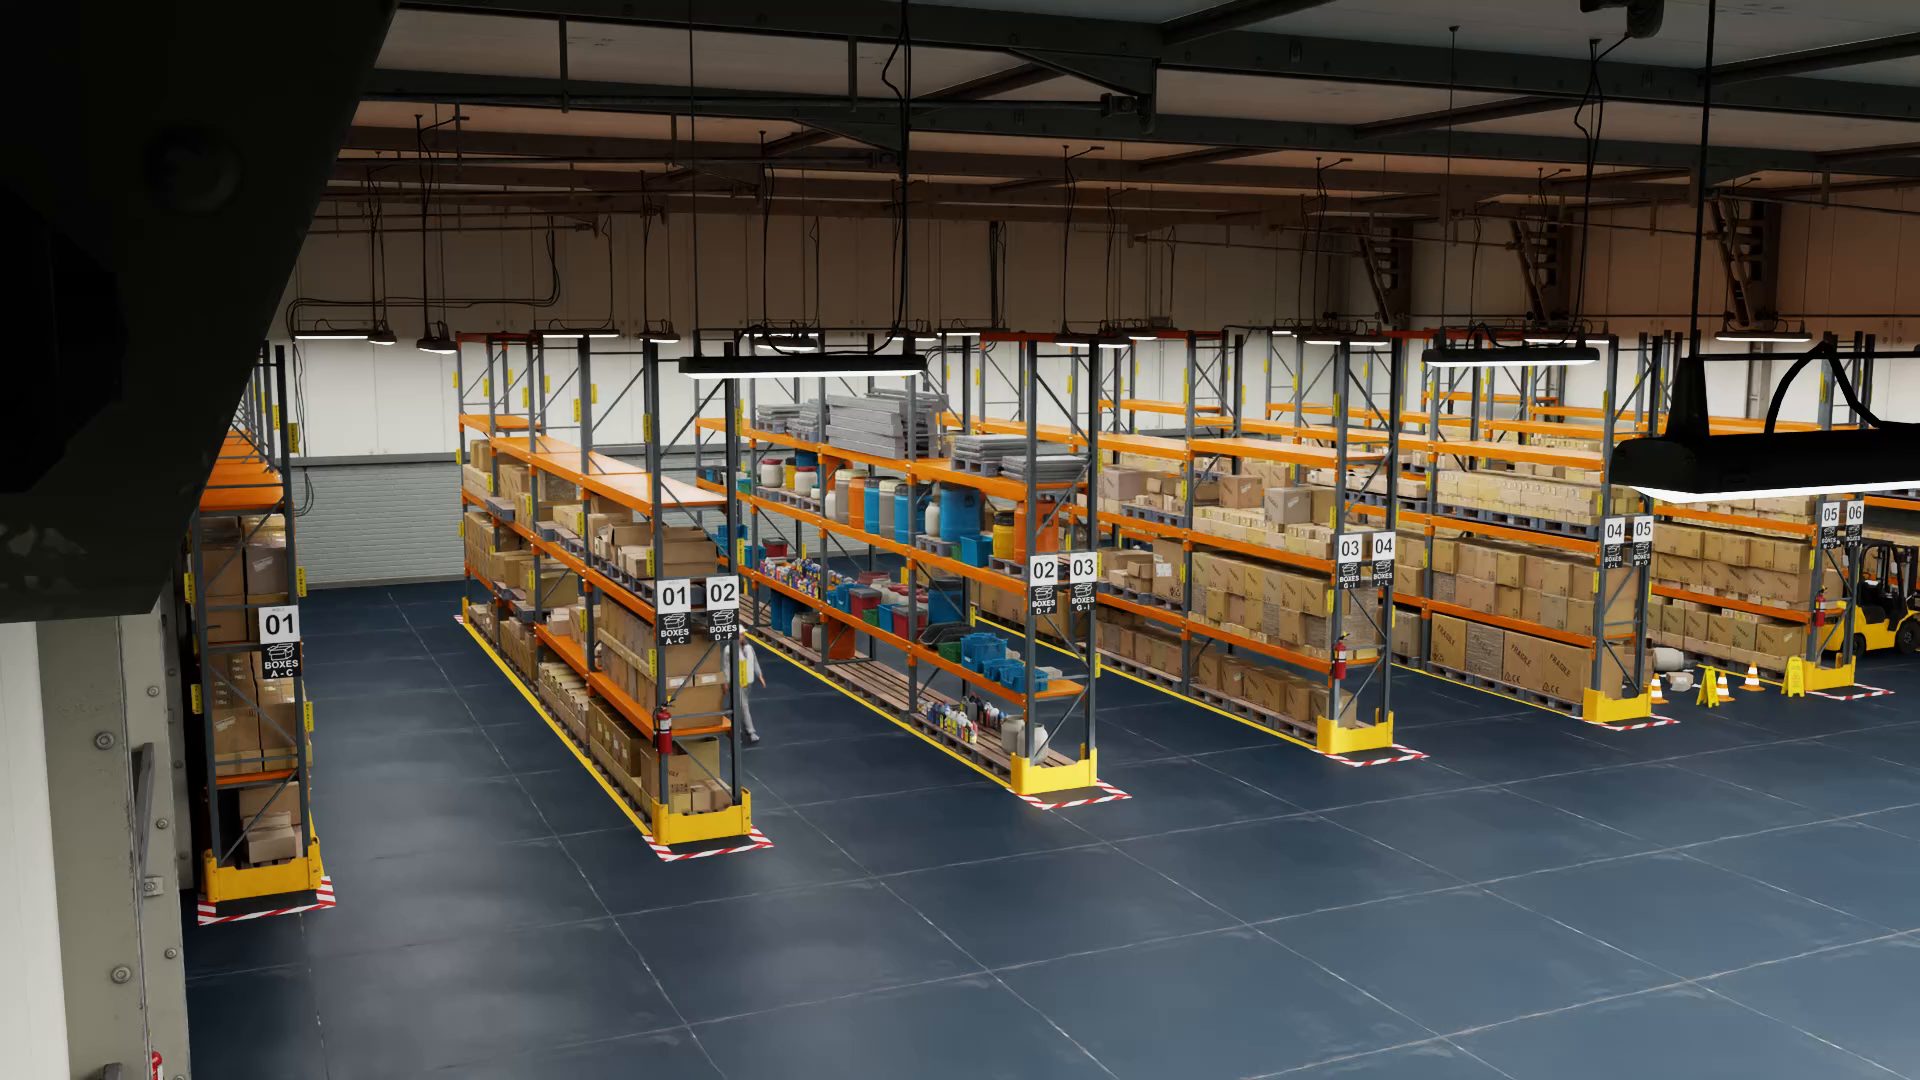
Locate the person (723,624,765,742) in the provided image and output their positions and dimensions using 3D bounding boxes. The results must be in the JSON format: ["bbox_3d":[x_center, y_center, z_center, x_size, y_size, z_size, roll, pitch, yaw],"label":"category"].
[{"bbox_3d":[-3.247,2.109,24.959,1.061,1.717,0.570,7,11,43],"label":"person"}]

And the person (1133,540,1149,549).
[{"bbox_3d":[4.960,-0.570,45.329,0.764,1.569,0.415,-6,10,-36],"label":"person"}]

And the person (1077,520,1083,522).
[{"bbox_3d":[2.733,0.281,39.065,0.618,1.600,0.732,-2,8,-14],"label":"person"}]
